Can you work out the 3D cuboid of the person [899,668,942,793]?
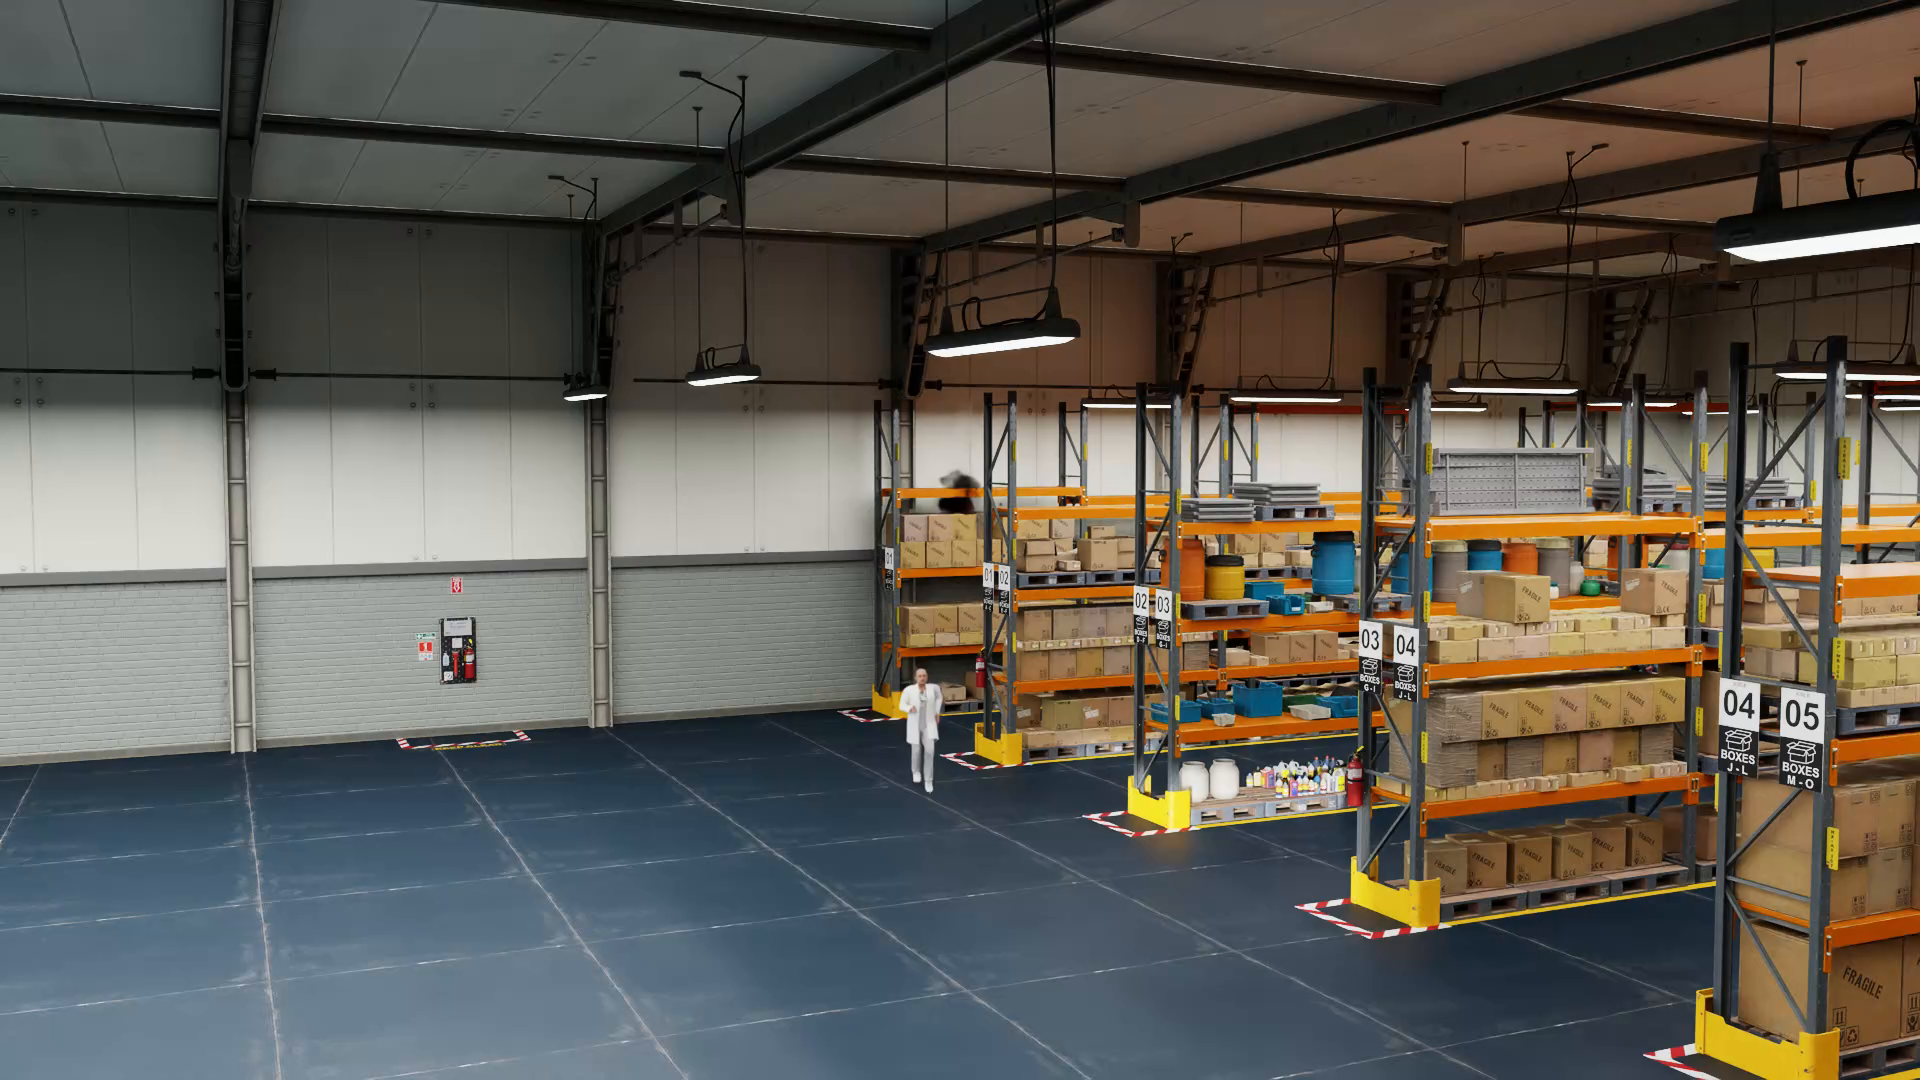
[{"bbox_3d":[-0.584,2.831,24.949,0.661,1.841,0.936,0,3,-4],"label":"person"}]
